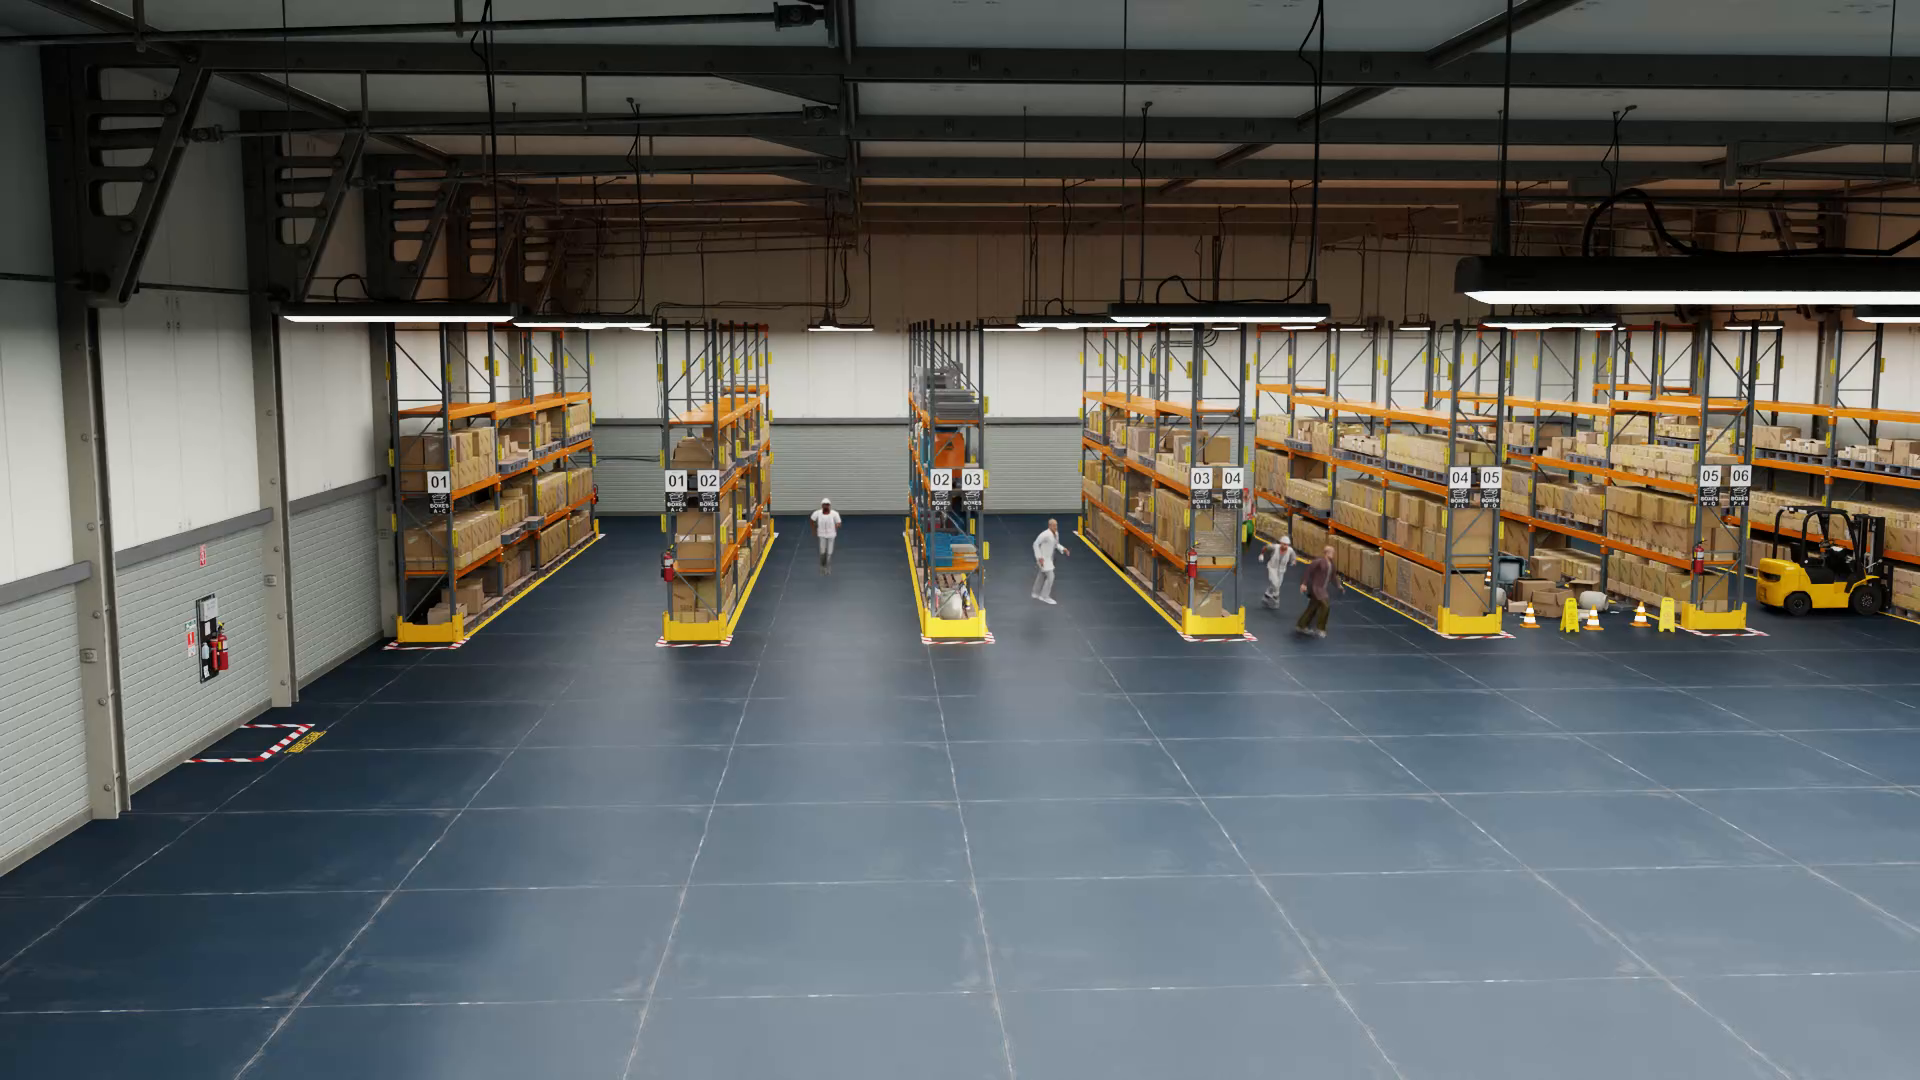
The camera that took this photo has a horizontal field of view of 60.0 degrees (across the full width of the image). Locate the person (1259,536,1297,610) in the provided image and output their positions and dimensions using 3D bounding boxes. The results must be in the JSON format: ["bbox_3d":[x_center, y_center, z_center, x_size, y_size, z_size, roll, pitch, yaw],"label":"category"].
[{"bbox_3d":[6.621,0.646,34.606,0.635,1.543,1.145,-1,7,-9],"label":"person"}]

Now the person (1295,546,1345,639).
[{"bbox_3d":[6.842,0.963,31.633,0.907,1.745,0.644,6,9,40],"label":"person"}]

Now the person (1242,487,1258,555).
[{"bbox_3d":[7.436,-0.502,43.245,0.652,1.766,0.771,0,7,-1],"label":"person"}]

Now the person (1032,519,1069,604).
[{"bbox_3d":[1.800,0.426,33.927,0.872,1.751,0.731,3,8,24],"label":"person"}]

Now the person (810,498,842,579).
[{"bbox_3d":[-3.018,-0.036,37.500,0.710,1.813,0.673,-1,7,-5],"label":"person"}]
